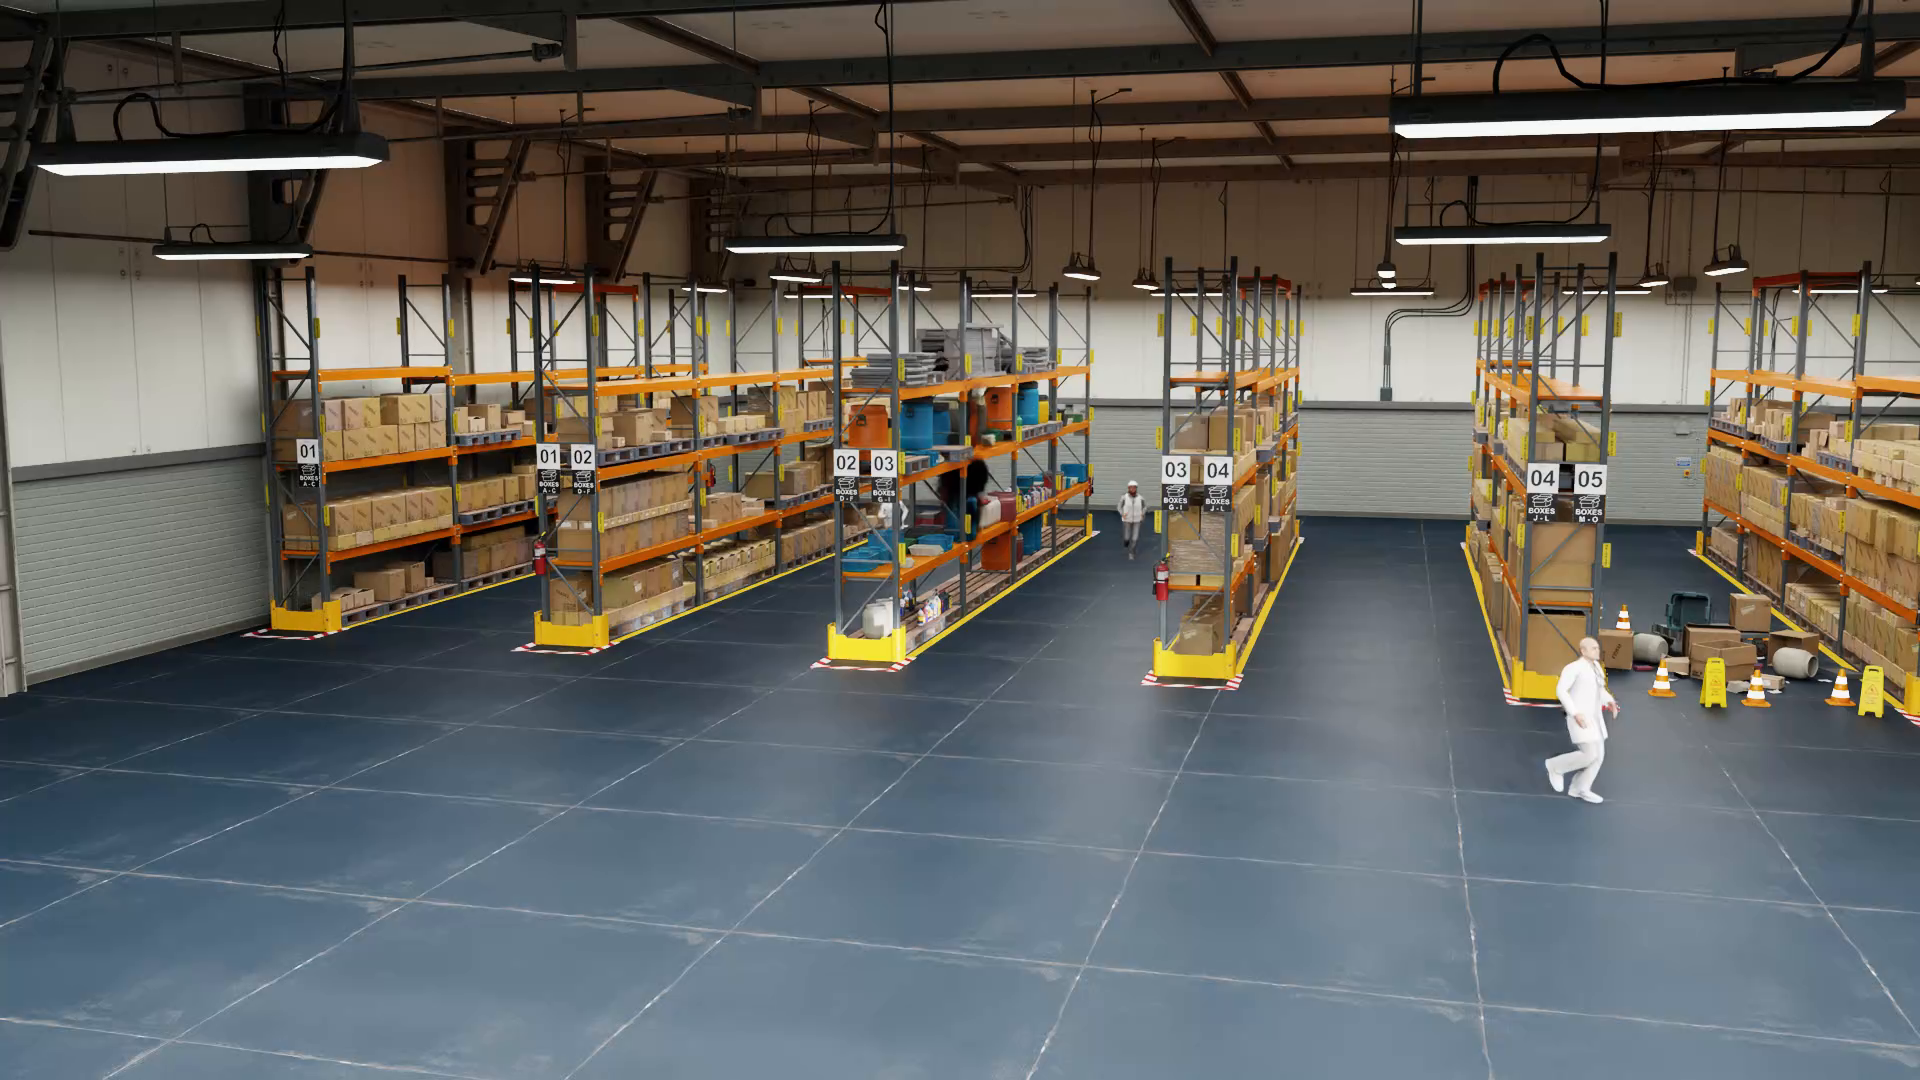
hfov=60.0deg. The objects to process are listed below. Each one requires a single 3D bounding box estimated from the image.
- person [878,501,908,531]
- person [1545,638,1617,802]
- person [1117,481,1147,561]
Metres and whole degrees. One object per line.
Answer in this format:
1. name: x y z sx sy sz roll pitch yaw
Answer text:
1. person: -1.404 -0.255 34.707 0.612 1.698 0.919 0 7 2
2. person: 6.638 1.900 17.769 0.731 1.748 0.636 -6 9 -39
3. person: 3.731 -0.423 36.037 0.647 1.727 0.580 0 7 -1
